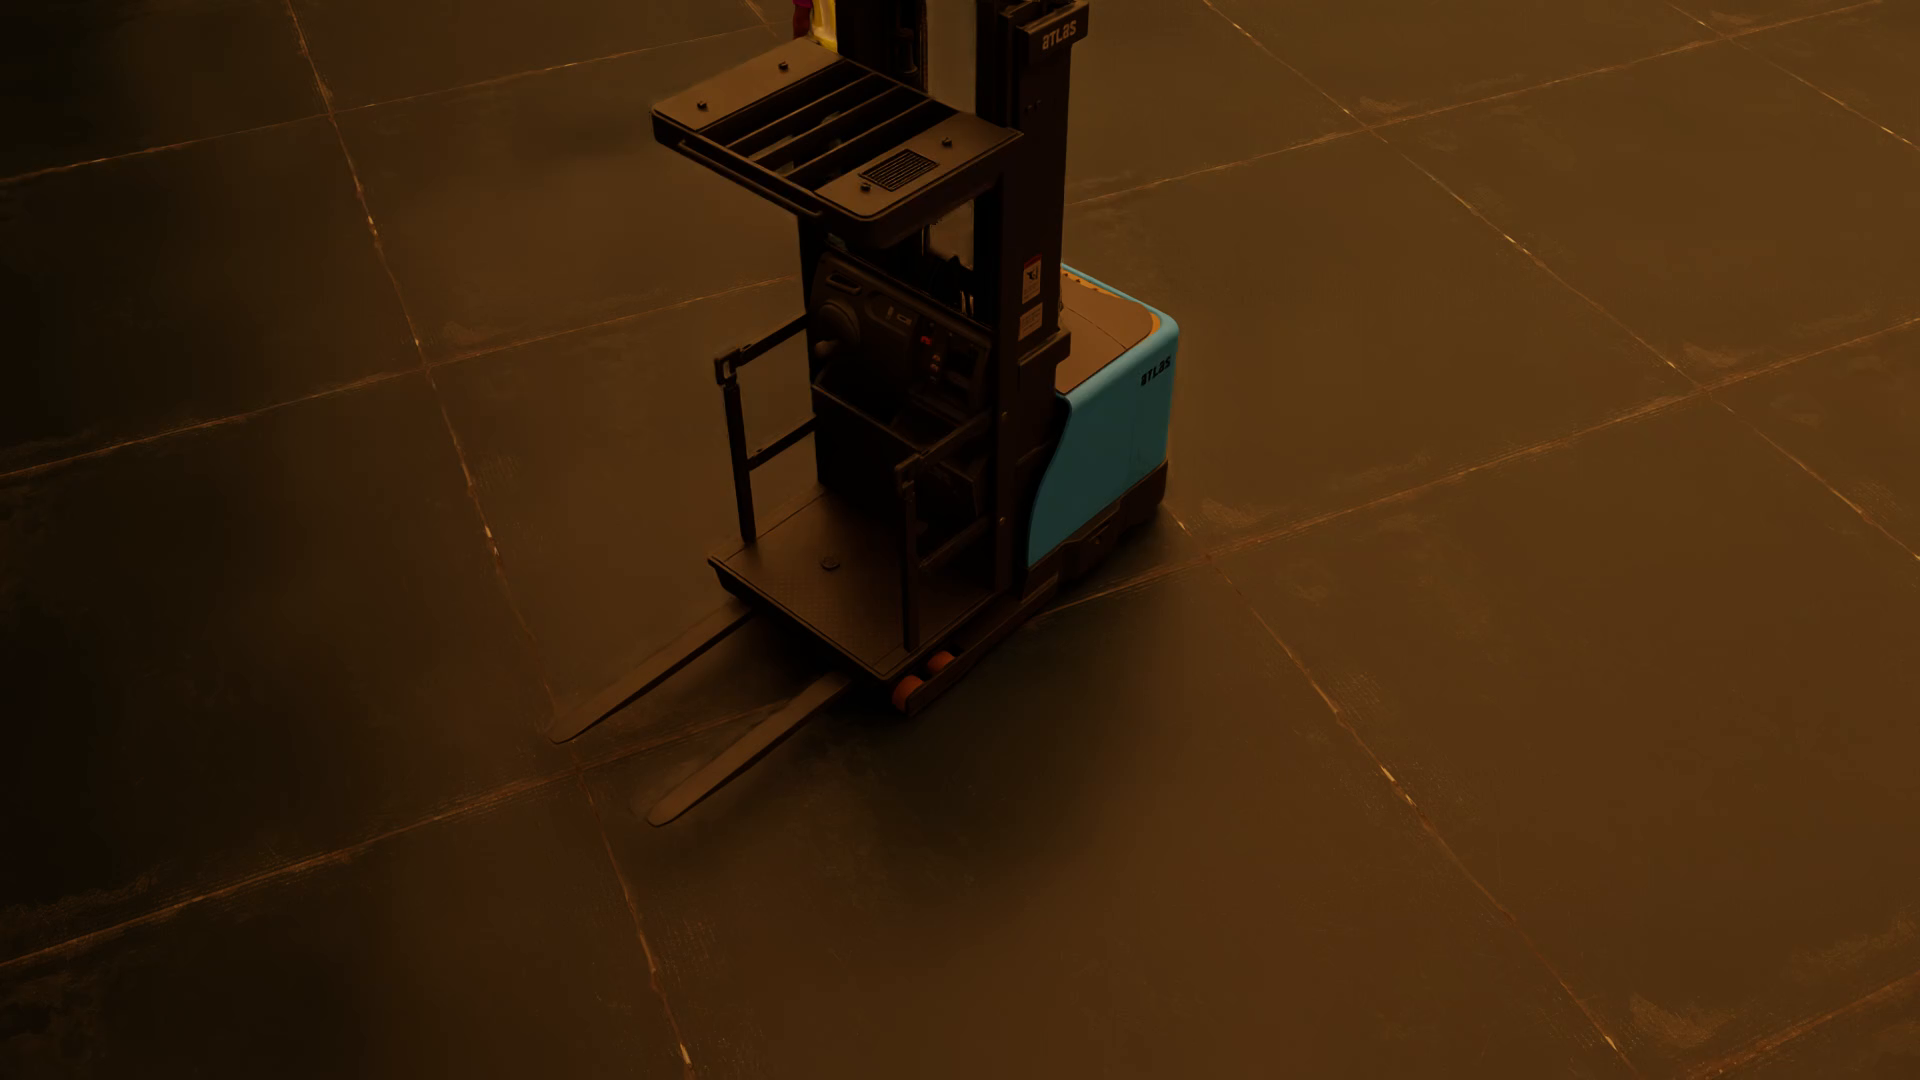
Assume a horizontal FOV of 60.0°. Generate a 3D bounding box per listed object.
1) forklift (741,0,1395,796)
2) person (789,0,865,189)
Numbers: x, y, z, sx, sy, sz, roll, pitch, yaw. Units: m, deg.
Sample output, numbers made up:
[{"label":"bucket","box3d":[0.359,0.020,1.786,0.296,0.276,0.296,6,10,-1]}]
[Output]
[{"label":"forklift","box3d":[0.445,-0.788,6.525,3.031,2.935,1.130,32,52,30]},{"label":"person","box3d":[-0.668,-2.870,9.616,0.635,1.760,0.457,-9,44,-9]}]
